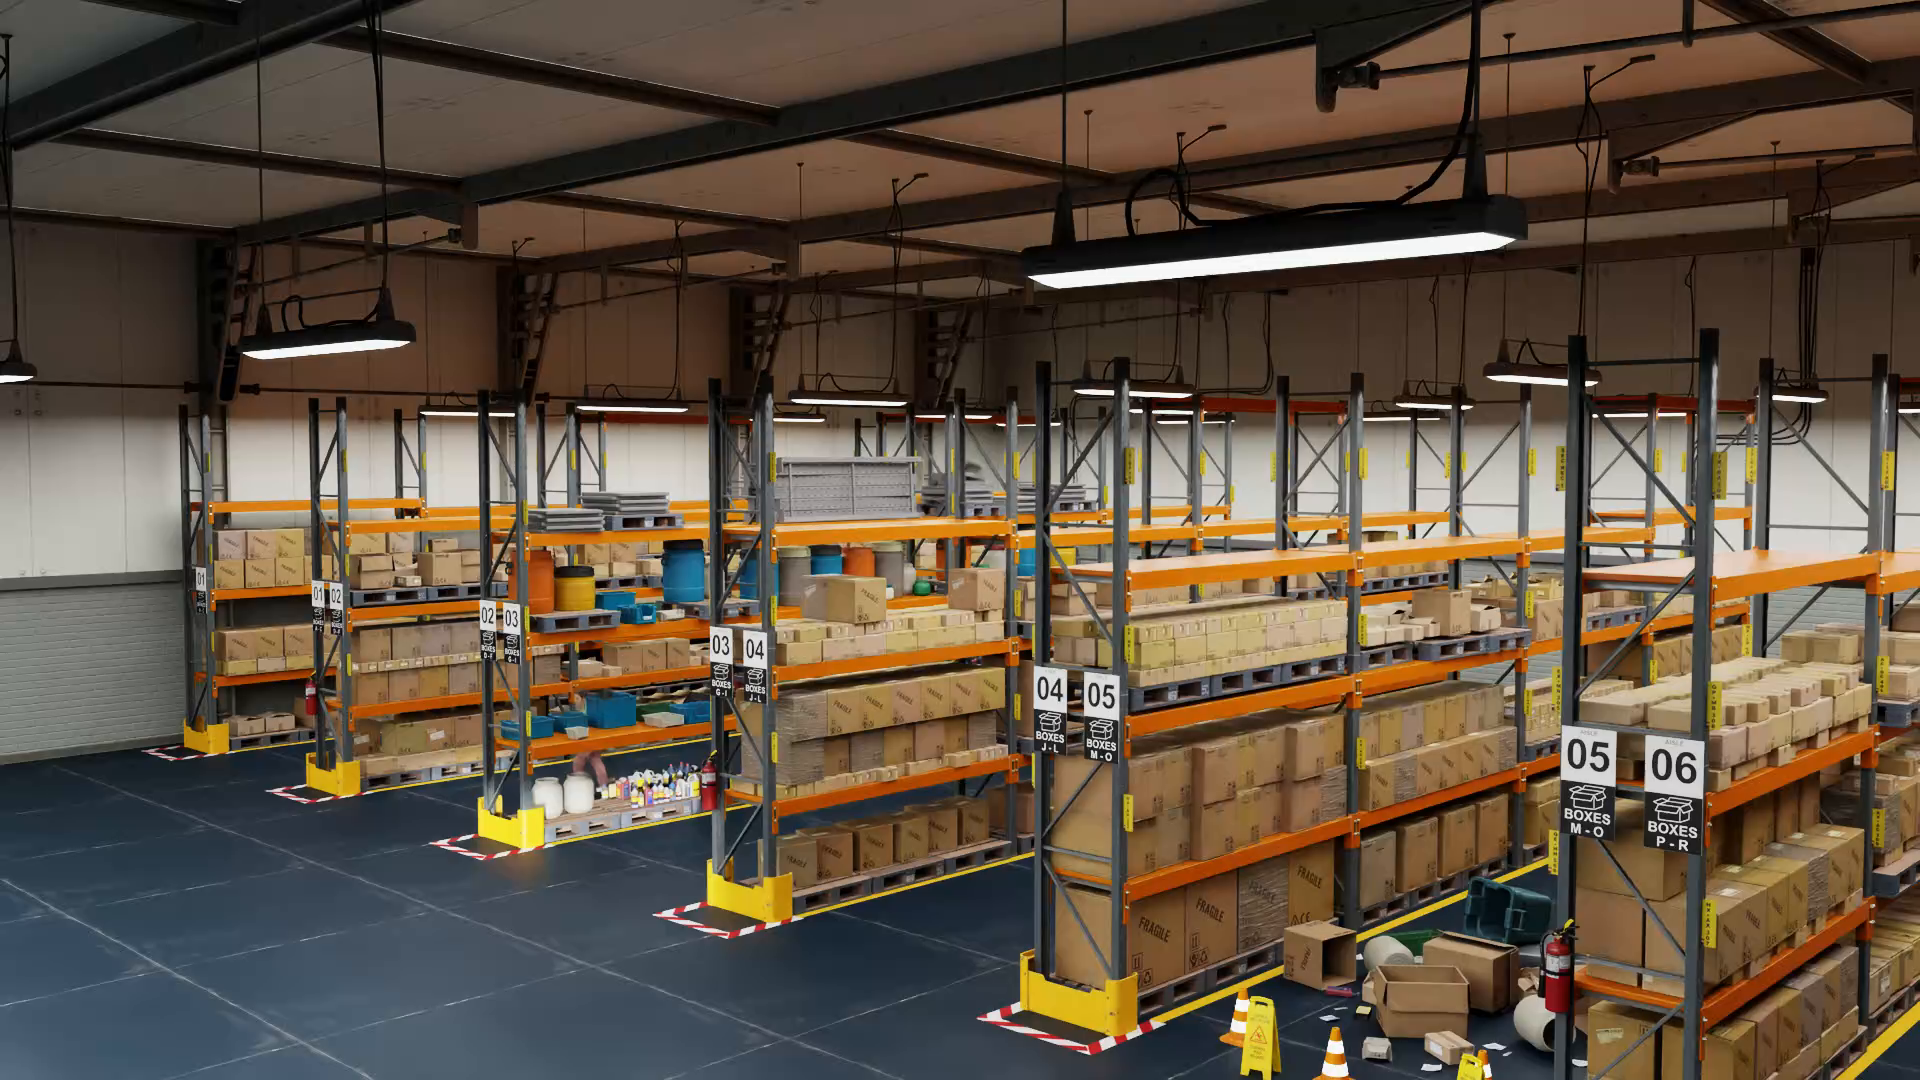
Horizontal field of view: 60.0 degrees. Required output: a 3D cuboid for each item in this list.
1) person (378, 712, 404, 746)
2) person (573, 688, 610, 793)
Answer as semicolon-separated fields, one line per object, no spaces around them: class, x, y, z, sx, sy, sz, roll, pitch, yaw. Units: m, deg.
person;-9.860;2.868;28.822;0.634;1.620;0.773;-1;3;-13
person;-5.617;3.031;24.883;0.762;1.660;0.621;-1;3;-10
